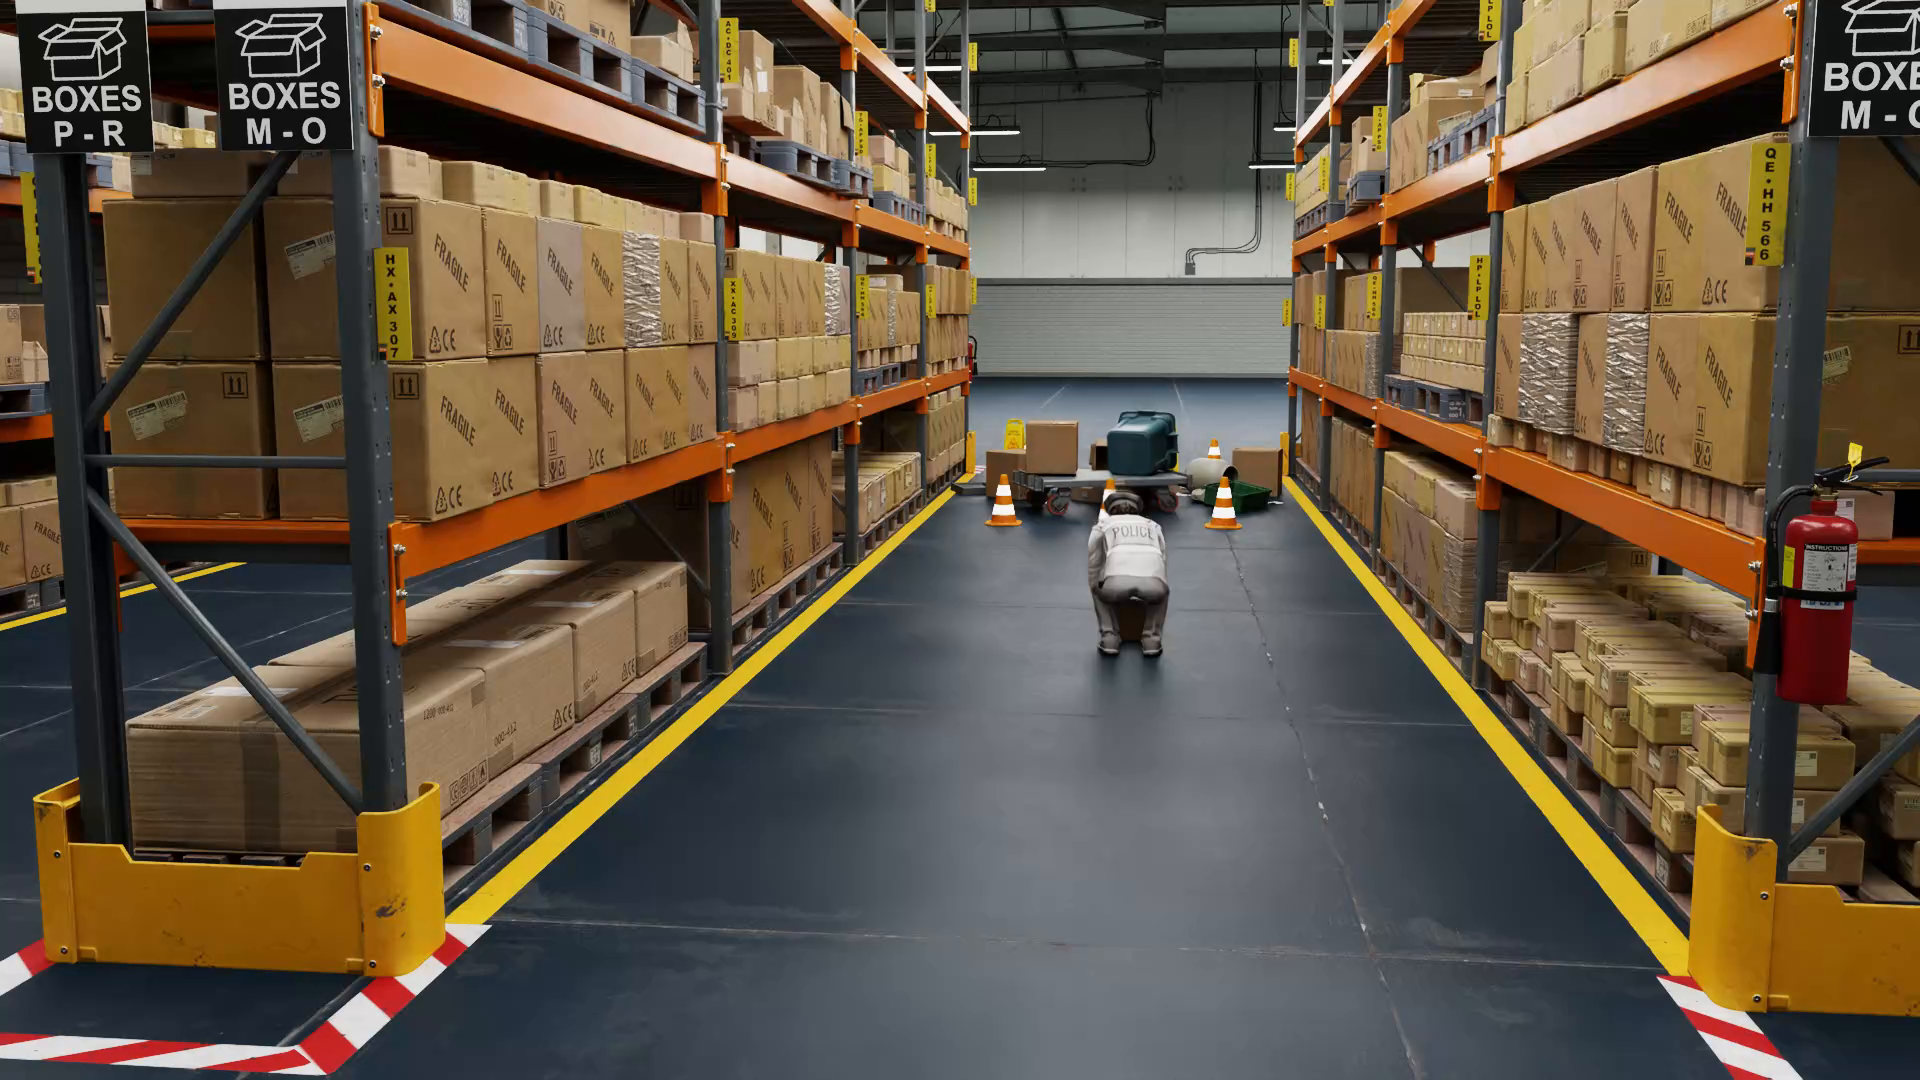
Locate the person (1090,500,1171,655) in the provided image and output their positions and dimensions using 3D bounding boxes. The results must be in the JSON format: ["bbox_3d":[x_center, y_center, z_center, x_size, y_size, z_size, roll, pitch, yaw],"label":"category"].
[{"bbox_3d":[1.002,0.215,9.768,0.479,0.855,0.859,1,8,6],"label":"person"}]
